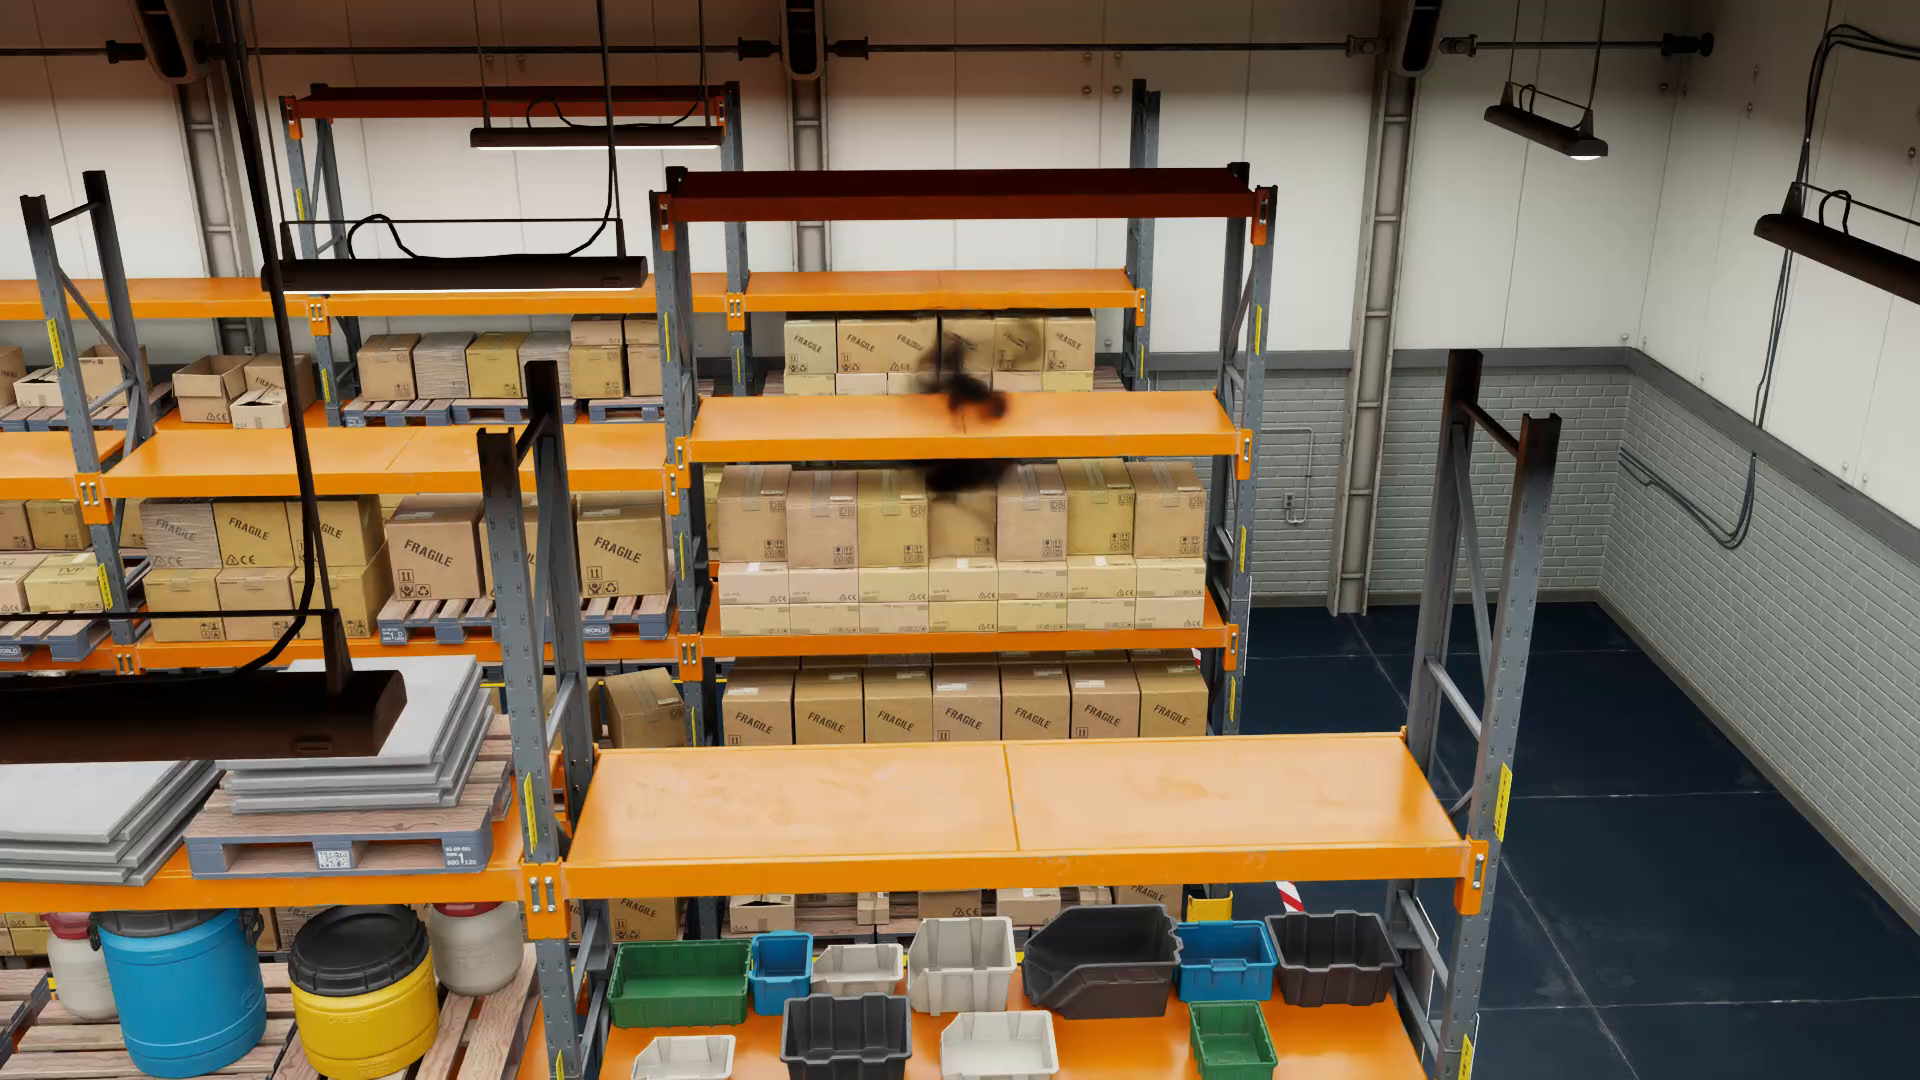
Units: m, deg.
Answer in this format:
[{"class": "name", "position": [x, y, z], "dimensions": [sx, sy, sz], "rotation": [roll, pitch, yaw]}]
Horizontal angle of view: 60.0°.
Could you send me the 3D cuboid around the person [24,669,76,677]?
[{"class": "person", "position": [-8.247, 1.497, 15.213], "dimensions": [0.878, 1.672, 0.587], "rotation": [-7, 23, -16]}]
